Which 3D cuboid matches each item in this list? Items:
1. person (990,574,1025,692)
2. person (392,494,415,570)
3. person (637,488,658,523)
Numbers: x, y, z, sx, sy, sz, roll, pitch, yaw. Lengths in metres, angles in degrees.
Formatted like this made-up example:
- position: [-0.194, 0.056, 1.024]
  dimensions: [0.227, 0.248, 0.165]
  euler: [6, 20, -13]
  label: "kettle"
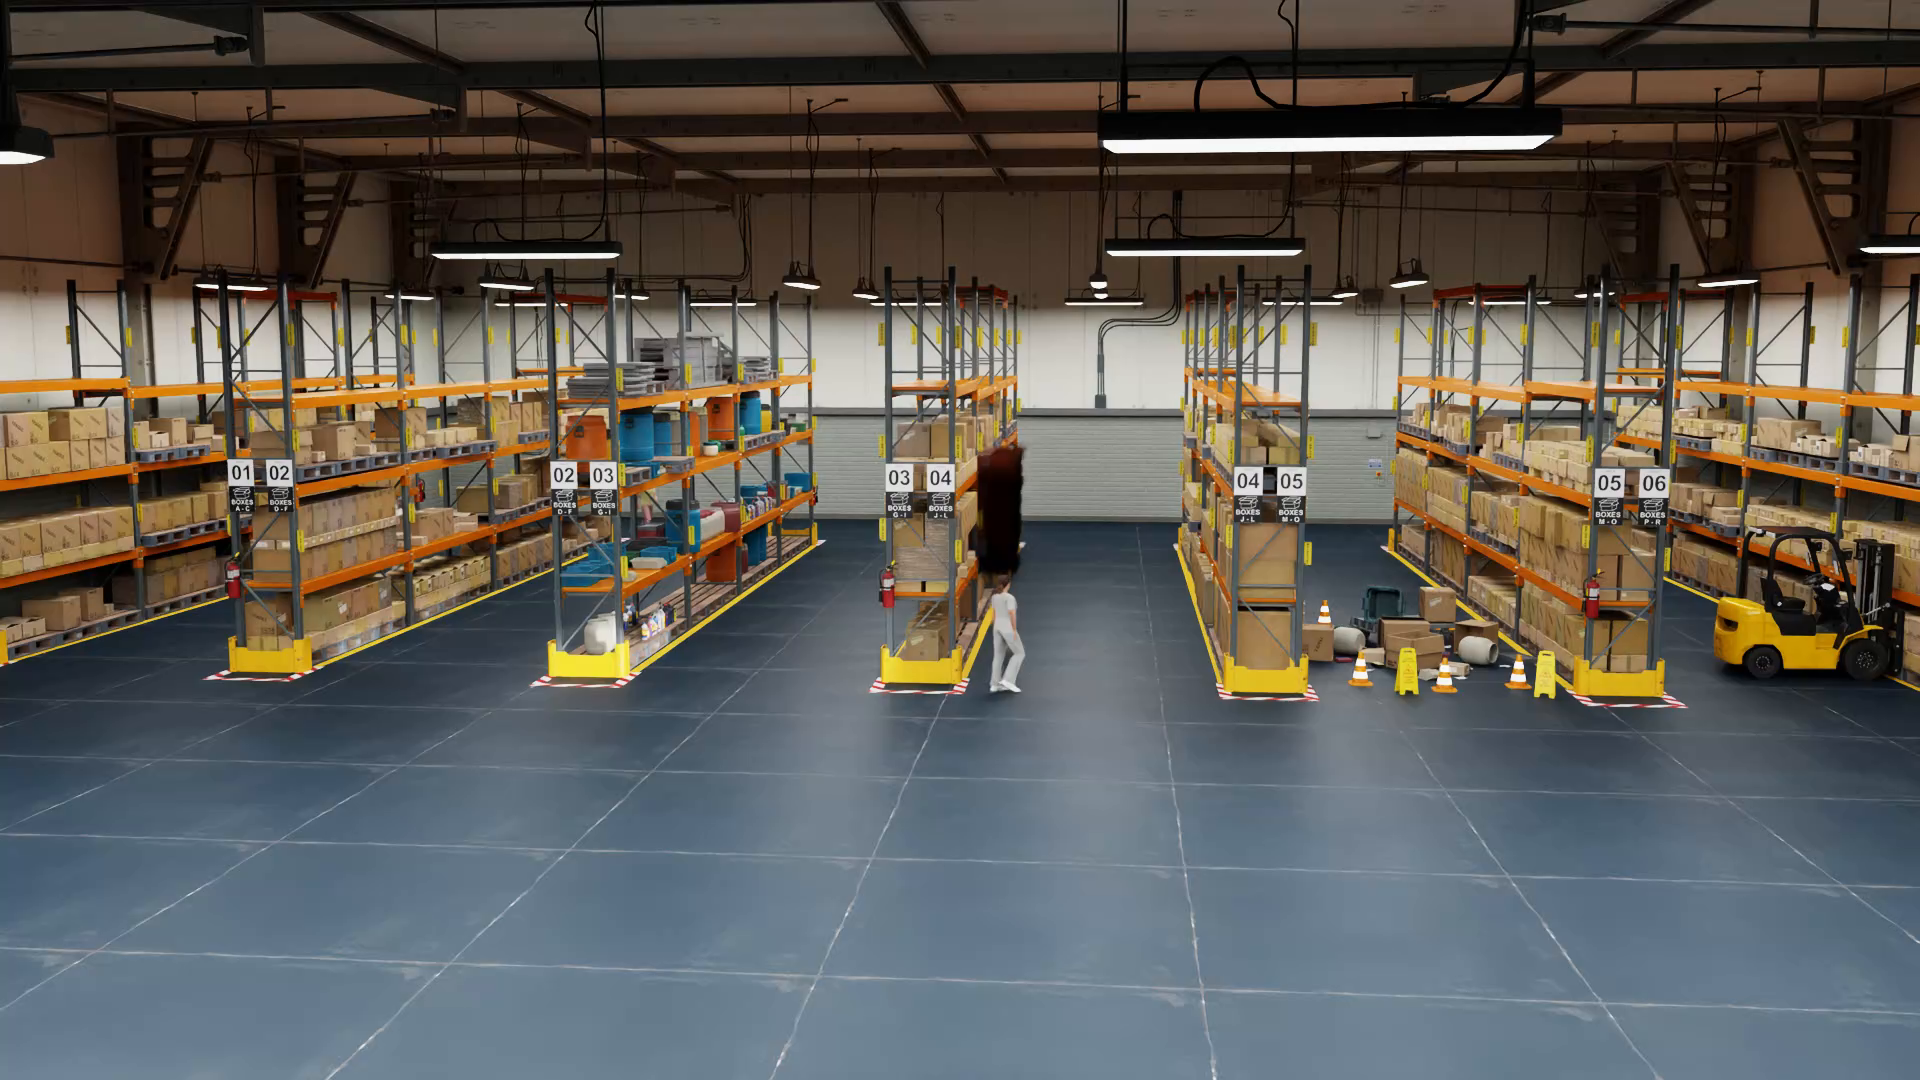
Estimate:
- position: [0.619, 1.315, 23.553]
  dimensions: [0.497, 1.661, 0.545]
  euler: [-6, 9, -40]
  label: "person"
- position: [-11.812, -0.129, 35.184]
  dimensions: [0.593, 1.698, 1.093]
  euler: [-1, 7, -6]
  label: "person"
- position: [-7.854, -0.890, 41.810]
  dimensions: [0.475, 1.612, 1.062]
  euler: [-5, 9, -35]
  label: "person"
